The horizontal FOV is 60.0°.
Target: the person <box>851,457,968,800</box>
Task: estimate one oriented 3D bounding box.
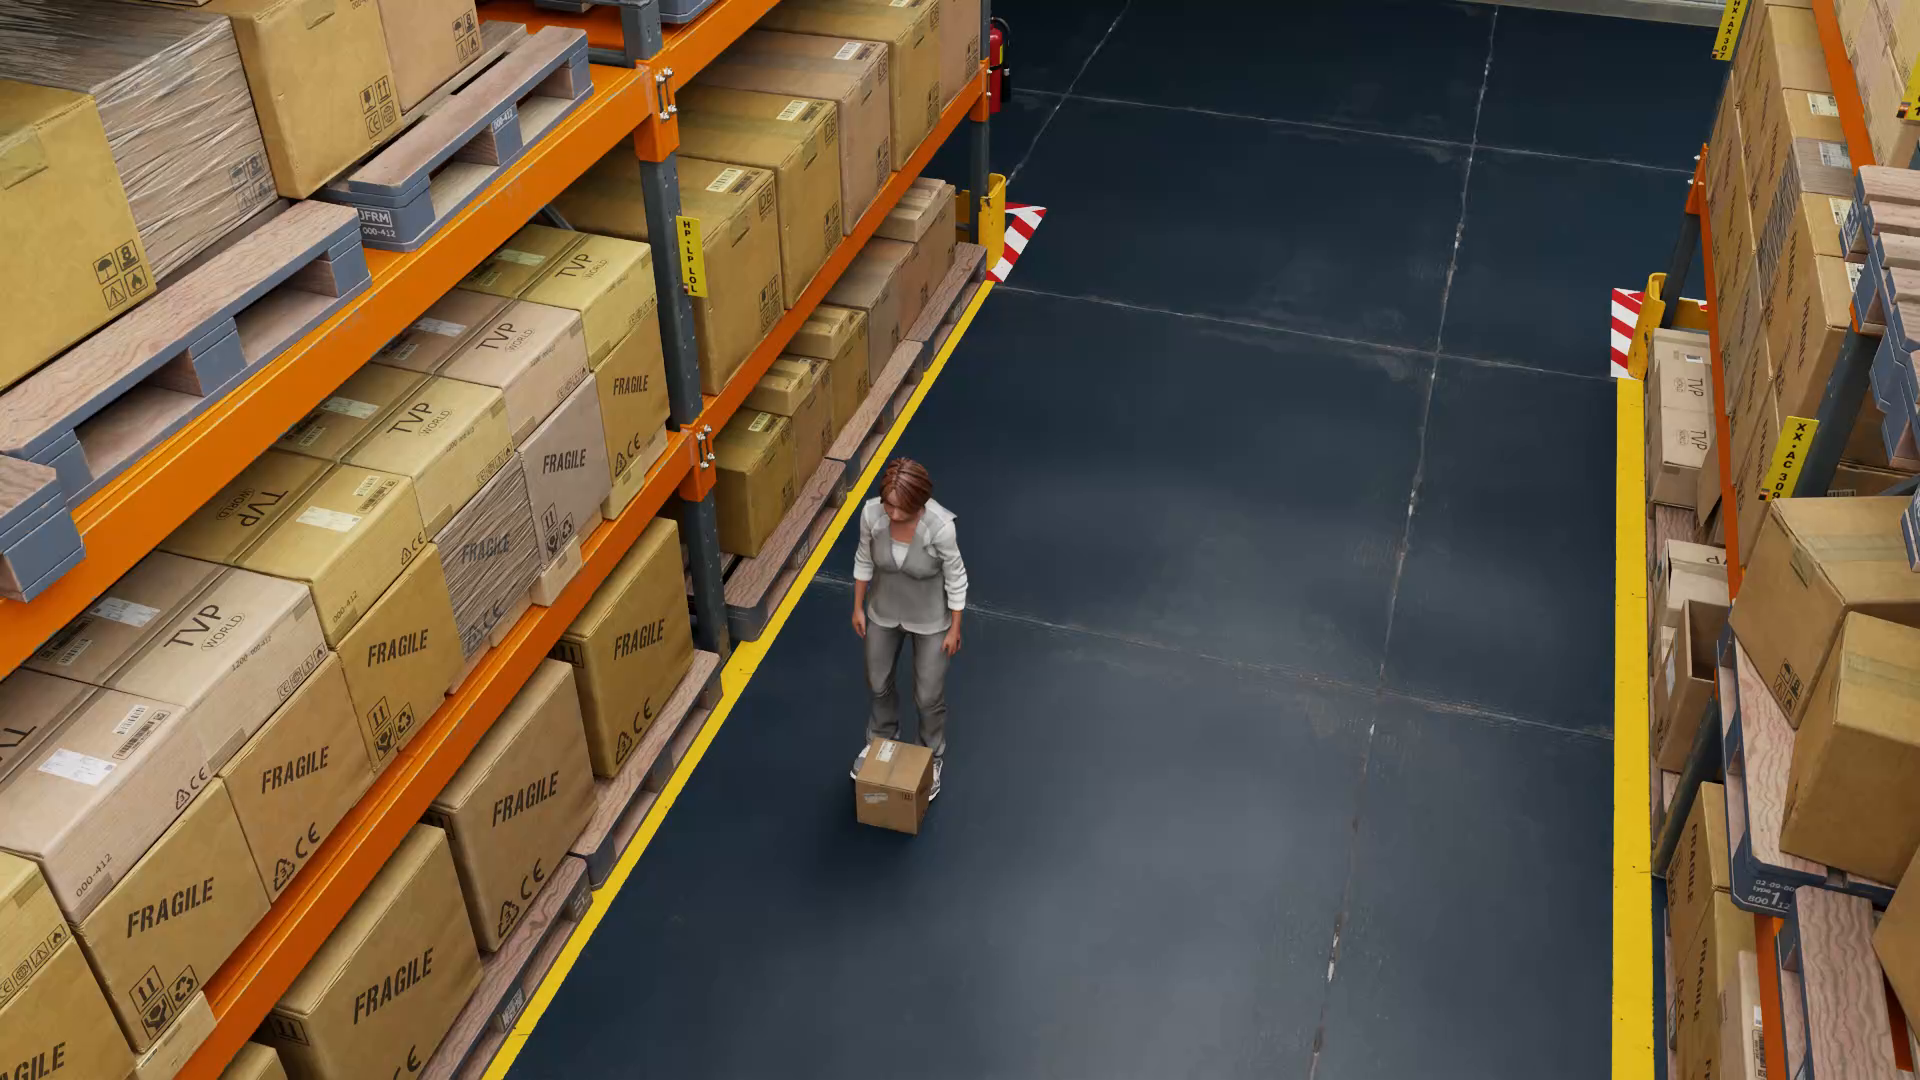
[{"bbox_3d":[-0.203,0.329,6.480,0.459,1.580,0.371,11,39,14],"label":"person"}]
